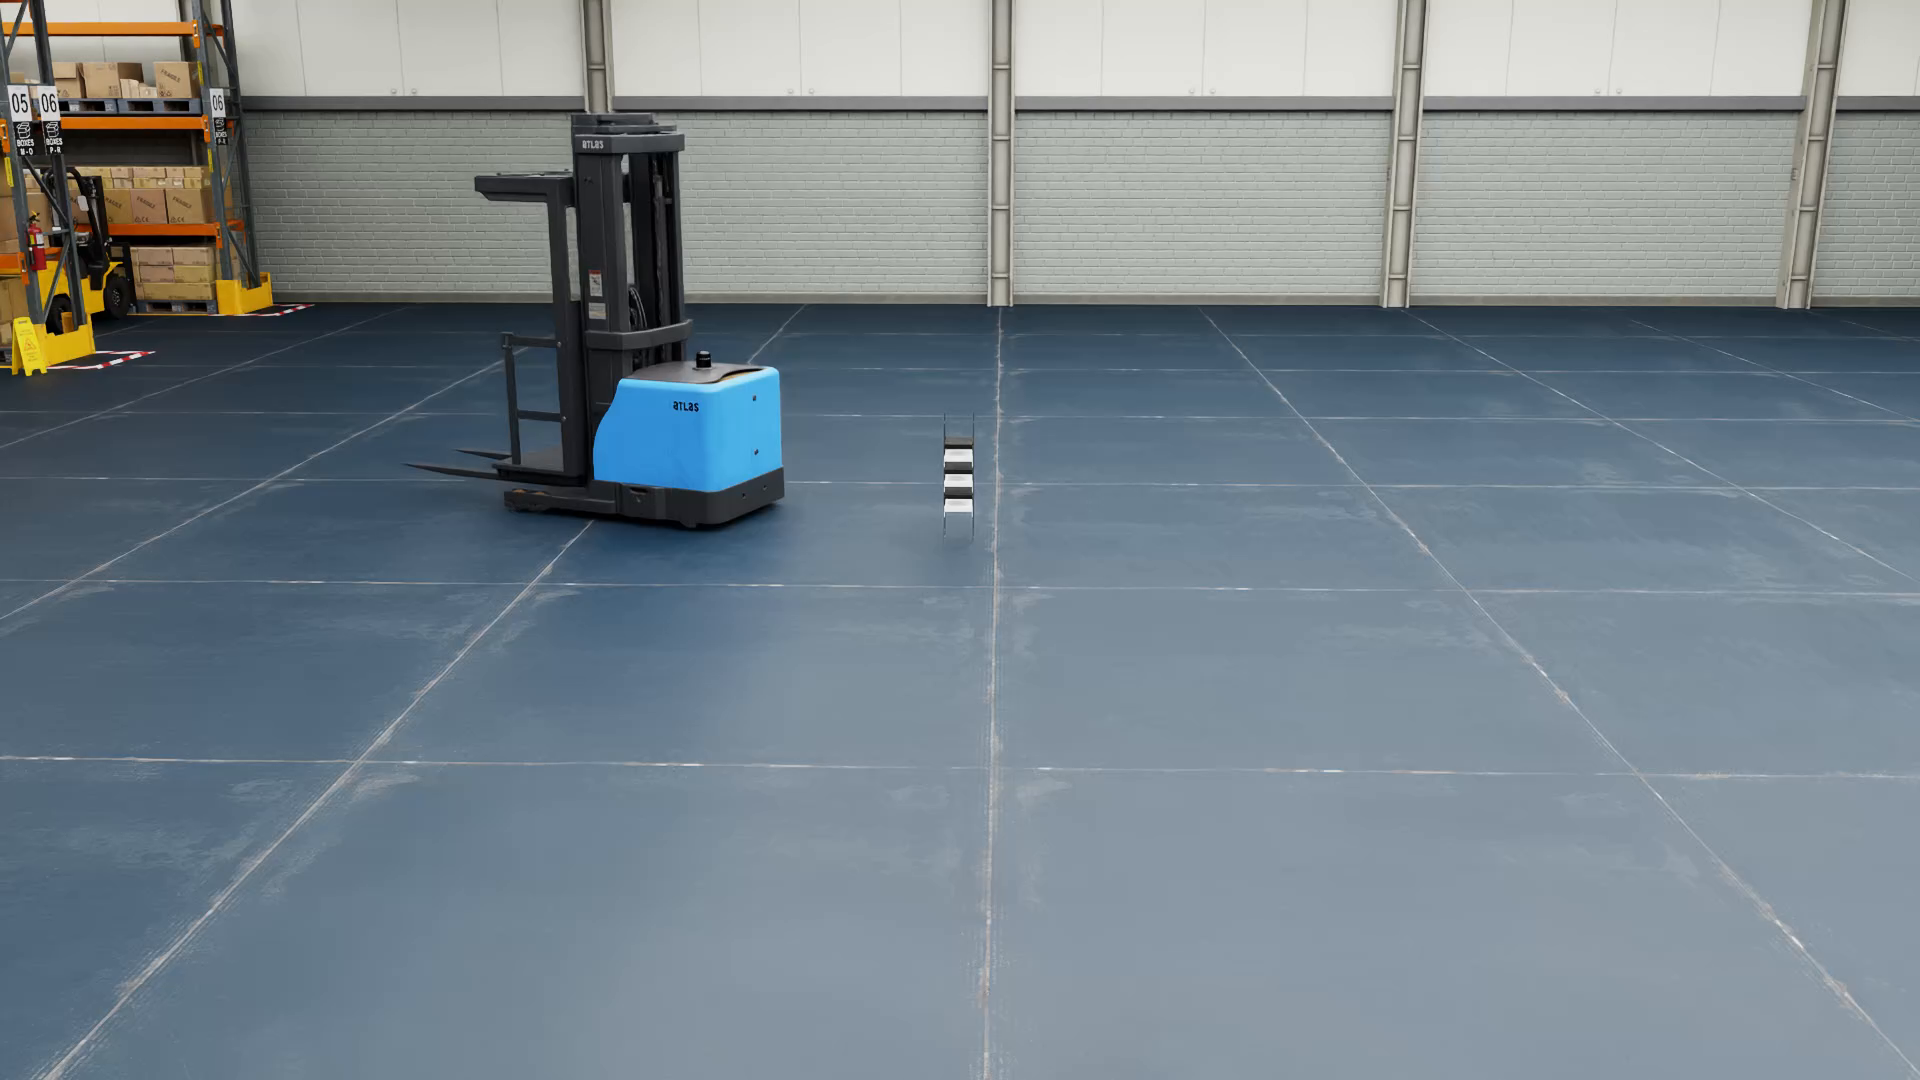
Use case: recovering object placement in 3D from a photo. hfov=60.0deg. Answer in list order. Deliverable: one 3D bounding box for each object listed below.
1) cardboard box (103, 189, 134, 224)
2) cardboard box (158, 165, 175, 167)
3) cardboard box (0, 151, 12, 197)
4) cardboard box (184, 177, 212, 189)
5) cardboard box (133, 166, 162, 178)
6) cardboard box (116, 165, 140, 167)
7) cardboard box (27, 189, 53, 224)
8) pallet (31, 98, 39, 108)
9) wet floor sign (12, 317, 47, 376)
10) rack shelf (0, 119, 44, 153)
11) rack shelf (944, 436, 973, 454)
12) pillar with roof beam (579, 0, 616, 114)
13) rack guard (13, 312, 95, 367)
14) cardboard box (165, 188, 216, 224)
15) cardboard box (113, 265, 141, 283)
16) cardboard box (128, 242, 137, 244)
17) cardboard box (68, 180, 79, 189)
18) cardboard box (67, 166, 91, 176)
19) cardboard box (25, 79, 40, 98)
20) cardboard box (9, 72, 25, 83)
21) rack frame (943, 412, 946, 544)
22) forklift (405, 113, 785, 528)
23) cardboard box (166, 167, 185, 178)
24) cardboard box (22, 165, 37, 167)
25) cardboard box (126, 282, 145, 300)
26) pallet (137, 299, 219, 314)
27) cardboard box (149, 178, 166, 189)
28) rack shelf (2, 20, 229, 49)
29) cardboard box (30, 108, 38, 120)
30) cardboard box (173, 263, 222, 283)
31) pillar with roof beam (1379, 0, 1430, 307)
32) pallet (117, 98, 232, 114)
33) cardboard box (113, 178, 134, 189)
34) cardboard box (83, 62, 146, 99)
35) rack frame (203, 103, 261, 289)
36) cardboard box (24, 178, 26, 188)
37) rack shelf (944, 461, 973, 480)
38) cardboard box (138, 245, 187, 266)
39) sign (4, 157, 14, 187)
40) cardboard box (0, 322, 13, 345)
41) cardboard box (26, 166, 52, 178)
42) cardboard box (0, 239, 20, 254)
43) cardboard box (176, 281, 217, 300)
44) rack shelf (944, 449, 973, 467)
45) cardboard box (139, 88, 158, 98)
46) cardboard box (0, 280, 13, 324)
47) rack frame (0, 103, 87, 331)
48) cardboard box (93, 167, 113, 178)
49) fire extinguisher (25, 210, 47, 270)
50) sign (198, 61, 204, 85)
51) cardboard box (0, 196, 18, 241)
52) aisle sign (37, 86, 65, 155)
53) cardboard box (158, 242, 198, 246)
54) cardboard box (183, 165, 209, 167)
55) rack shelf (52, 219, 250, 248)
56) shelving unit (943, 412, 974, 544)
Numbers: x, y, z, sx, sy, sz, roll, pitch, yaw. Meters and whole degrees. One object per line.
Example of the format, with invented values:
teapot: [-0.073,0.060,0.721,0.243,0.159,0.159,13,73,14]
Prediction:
cardboard box: [-12.237,-4.890,24.300,0.500,0.500,0.500,0,15,0]
cardboard box: [-11.810,-5.473,24.654,0.250,0.149,0.380,0,15,2]
cardboard box: [-11.347,-4.254,19.345,0.500,0.500,0.700,0,15,0]
cardboard box: [-11.061,-5.190,24.162,0.250,0.149,0.380,1,15,2]
cardboard box: [-11.827,-5.360,24.226,0.250,0.149,0.380,0,15,2]
cardboard box: [-12.334,-5.495,24.738,0.250,0.149,0.380,0,15,0]
cardboard box: [-13.242,-4.899,24.334,0.500,0.500,0.500,0,15,1]
pallet: [-13.853,-6.331,24.251,1.213,0.211,1.003,0,15,1]
wet floor sign: [-10.668,-2.218,18.983,0.232,0.644,0.267,6,16,21]
rack shelf: [-12.830,-4.746,19.480,4.000,0.370,1.077,0,15,1]
rack shelf: [-0.008,-0.664,11.665,0.200,0.077,0.258,0,15,1]
pillar with roof beam: [-5.492,-6.895,20.334,0.400,9.000,9.100,0,15,1]
rack guard: [-10.906,-2.423,20.043,0.348,0.500,1.175,0,15,1]
cardboard box: [-11.206,-4.881,24.266,0.500,0.500,0.500,0,15,0]
cardboard box: [-12.220,-3.939,24.478,0.500,0.250,0.500,0,15,0]
cardboard box: [-12.694,-4.319,24.935,0.500,0.250,0.500,0,15,0]
cardboard box: [-12.849,-5.200,24.204,0.250,0.149,0.380,0,15,0]
cardboard box: [-12.856,-5.366,24.246,0.250,0.149,0.380,0,15,2]
cardboard box: [-13.230,-6.472,23.857,0.258,0.266,0.396,0,15,0]
cardboard box: [-11.181,-5.400,19.476,0.250,0.149,0.380,0,15,1]
rack frame: [-0.110,-0.436,11.728,0.006,0.900,0.240,0,15,1]
forklift: [-2.916,-1.730,12.652,3.031,2.935,1.130,6,16,23]
cardboard box: [-11.318,-5.345,24.168,0.250,0.149,0.380,0,15,2]
cardboard box: [-13.865,-5.493,24.730,0.250,0.149,0.380,0,15,1]
cardboard box: [-12.182,-3.704,24.566,0.500,0.250,0.500,1,15,2]
pallet: [-11.473,-3.543,24.854,1.213,0.211,1.003,0,15,1]
cardboard box: [-11.575,-5.201,24.205,0.250,0.149,0.380,1,15,2]
rack shelf: [-12.707,-7.269,23.947,4.000,0.370,1.077,0,15,1]
cardboard box: [-11.154,-5.045,19.693,0.250,0.149,0.380,0,15,1]
cardboard box: [-11.202,-3.935,24.463,0.500,0.250,0.500,0,15,1]
pillar with roof beam: [6.504,-6.817,20.037,0.400,9.000,9.100,0,15,1]
pallet: [-11.414,-6.316,24.191,1.213,0.211,1.003,0,15,1]
cardboard box: [-12.091,-5.195,24.183,0.250,0.149,0.380,0,15,0]
cardboard box: [-12.177,-6.620,23.956,0.500,0.500,0.700,0,15,2]
rack frame: [-10.707,-4.897,24.520,0.127,3.000,1.000,0,15,1]
cardboard box: [-13.629,-5.199,24.199,0.250,0.149,0.380,1,15,3]
rack shelf: [-0.008,-0.490,11.711,0.200,0.077,0.258,0,15,1]
cardboard box: [-11.686,-4.179,24.406,0.500,0.250,0.500,1,15,2]
sign: [-10.865,-4.202,18.998,0.005,0.325,0.100,0,15,1]
cardboard box: [-11.669,-2.441,19.780,0.500,0.250,0.500,0,15,1]
cardboard box: [-13.361,-5.350,24.188,0.250,0.149,0.380,0,15,1]
cardboard box: [-11.210,-3.457,19.557,0.250,0.149,0.380,1,15,3]
cardboard box: [-11.185,-3.693,24.523,0.500,0.250,0.500,0,15,2]
rack shelf: [-0.008,-0.577,11.688,0.200,0.077,0.258,0,15,1]
cardboard box: [-11.544,-6.405,23.830,0.250,0.149,0.380,0,15,0]
cardboard box: [-11.638,-2.806,19.691,0.500,0.500,0.500,0,15,2]
rack frame: [-10.830,-3.631,19.722,0.127,3.000,1.000,0,15,1]
cardboard box: [-12.349,-5.334,24.126,0.250,0.149,0.380,1,15,3]
fire extinguisher: [-10.728,-3.475,19.284,0.183,0.674,0.296,0,15,1]
sign: [-10.735,-6.599,23.510,0.005,0.325,0.100,0,15,1]
cardboard box: [-11.380,-3.756,19.418,0.500,0.500,0.500,0,15,0]
aisle sign: [-10.761,-4.966,19.688,0.004,0.787,0.394,0,15,1]
cardboard box: [-11.683,-4.307,24.893,0.500,0.250,0.500,0,15,2]
cardboard box: [-11.302,-5.477,24.668,0.250,0.149,0.380,1,15,3]
rack shelf: [-12.707,-4.562,24.661,4.000,0.370,1.077,0,15,1]
shelving unit: [-0.008,-0.435,11.725,0.210,0.900,0.258,0,15,1]
